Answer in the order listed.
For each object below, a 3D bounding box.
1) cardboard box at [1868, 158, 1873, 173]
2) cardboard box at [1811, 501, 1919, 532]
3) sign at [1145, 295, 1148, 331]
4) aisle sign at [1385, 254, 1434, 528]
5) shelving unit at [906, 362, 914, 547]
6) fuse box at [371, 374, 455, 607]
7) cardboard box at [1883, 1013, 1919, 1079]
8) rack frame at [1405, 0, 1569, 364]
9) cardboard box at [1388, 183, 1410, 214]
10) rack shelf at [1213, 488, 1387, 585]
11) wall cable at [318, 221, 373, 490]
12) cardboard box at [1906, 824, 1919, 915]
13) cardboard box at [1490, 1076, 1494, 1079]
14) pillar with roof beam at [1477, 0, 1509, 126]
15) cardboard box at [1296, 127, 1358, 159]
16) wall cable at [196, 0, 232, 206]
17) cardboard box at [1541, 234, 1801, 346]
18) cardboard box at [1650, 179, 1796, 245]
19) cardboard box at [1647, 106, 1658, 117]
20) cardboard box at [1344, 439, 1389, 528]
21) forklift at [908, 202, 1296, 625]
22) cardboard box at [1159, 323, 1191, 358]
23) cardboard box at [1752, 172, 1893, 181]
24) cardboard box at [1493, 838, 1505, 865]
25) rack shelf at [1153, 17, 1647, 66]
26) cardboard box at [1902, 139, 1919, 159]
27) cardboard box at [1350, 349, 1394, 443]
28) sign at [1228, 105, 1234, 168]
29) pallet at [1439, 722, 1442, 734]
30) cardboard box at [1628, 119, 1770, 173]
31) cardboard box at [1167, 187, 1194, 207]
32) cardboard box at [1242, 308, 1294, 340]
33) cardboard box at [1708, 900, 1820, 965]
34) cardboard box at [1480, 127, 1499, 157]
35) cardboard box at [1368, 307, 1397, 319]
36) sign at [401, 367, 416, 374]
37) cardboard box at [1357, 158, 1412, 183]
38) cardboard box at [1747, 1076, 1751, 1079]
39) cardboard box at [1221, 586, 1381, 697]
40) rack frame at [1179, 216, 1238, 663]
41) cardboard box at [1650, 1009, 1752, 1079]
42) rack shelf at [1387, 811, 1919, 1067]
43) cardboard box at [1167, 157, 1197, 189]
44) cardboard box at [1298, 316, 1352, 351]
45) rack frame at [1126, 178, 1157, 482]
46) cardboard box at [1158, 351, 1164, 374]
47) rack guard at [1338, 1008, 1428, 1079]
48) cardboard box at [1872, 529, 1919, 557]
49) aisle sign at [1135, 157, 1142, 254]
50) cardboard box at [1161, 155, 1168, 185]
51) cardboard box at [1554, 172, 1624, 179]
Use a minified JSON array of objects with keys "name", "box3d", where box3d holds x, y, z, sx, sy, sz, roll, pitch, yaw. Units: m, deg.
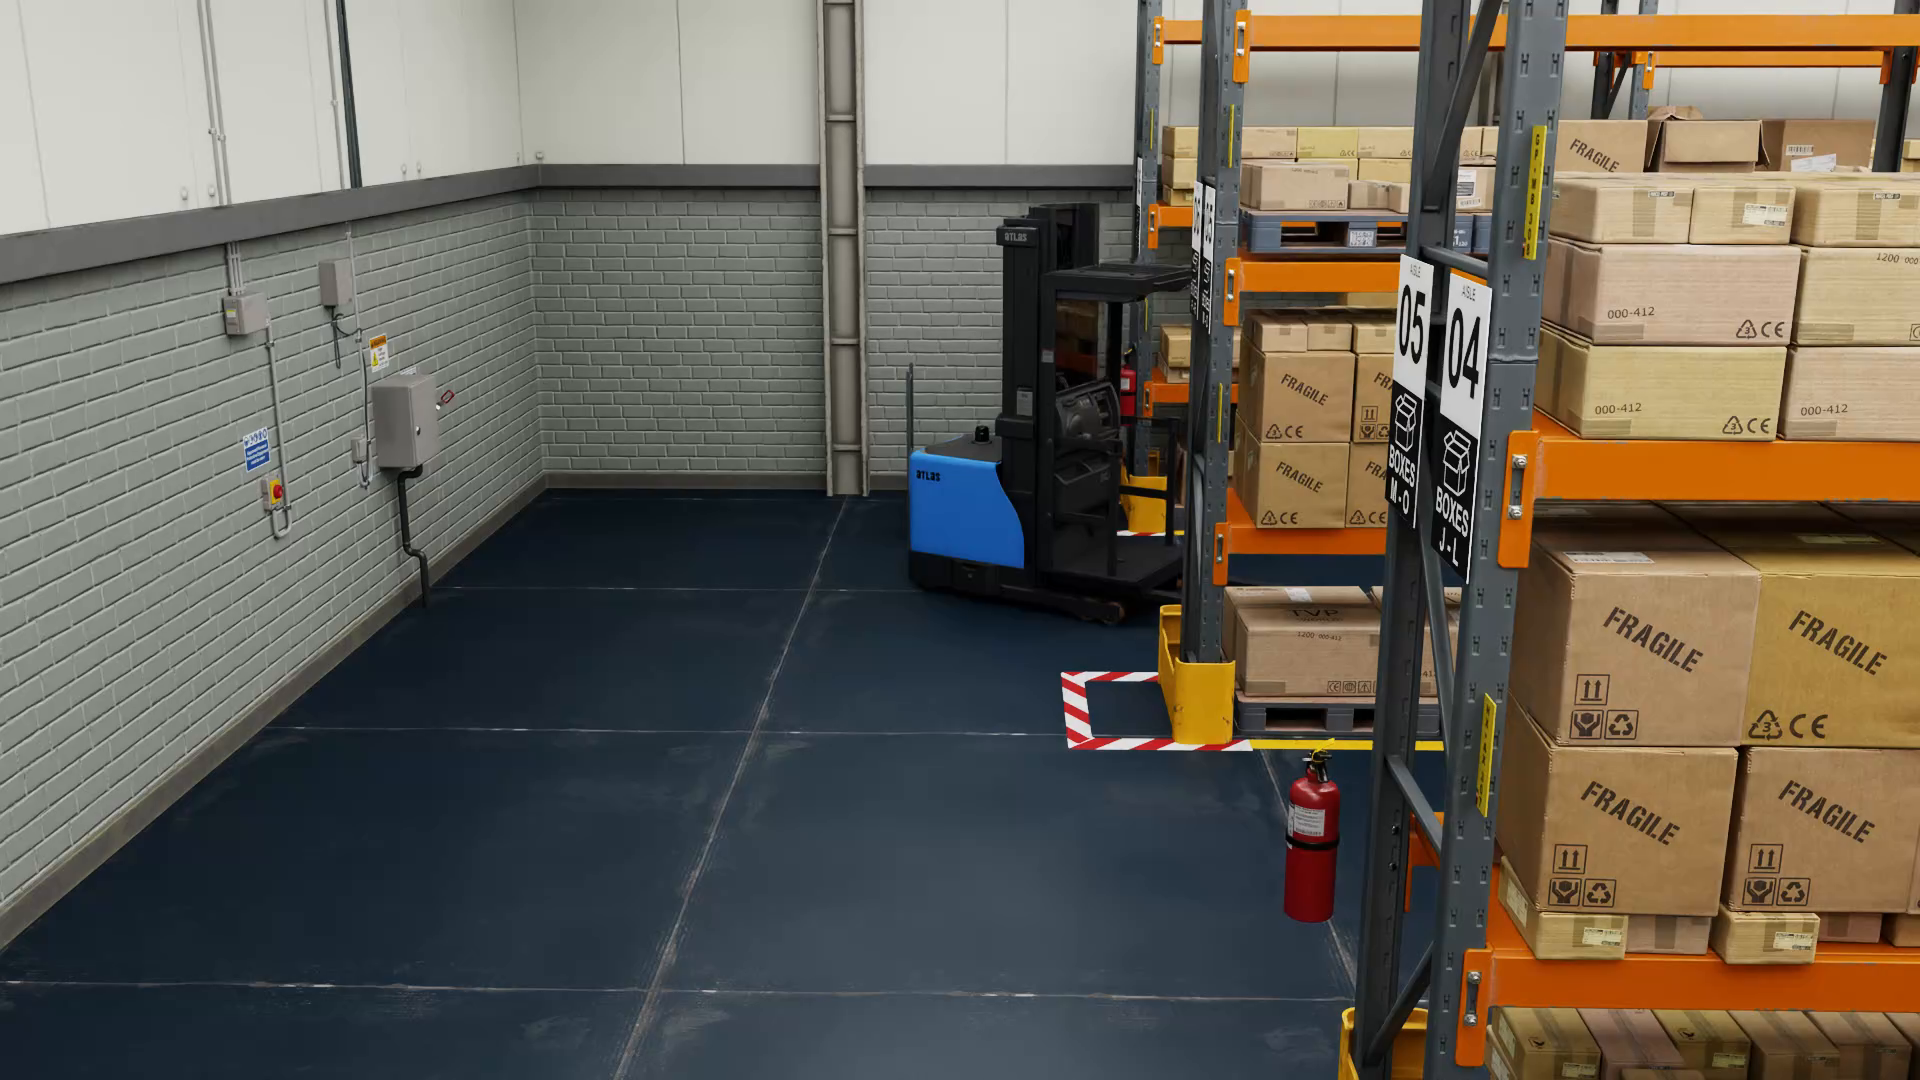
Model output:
[{"name":"cardboard box","box3d":[7.420,-3.109,13.837,0.250,0.149,0.380,1,15,3]},{"name":"cardboard box","box3d":[2.938,0.136,5.207,0.500,0.500,0.500,1,15,4]},{"name":"sign","box3d":[1.582,-1.942,14.123,0.005,0.325,0.100,0,15,1]},{"name":"aisle sign","box3d":[1.382,-0.467,5.133,0.004,0.787,0.394,0,15,1]},{"name":"shelving unit","box3d":[0.085,-0.725,14.147,1.048,1.500,0.538,0,15,1]},{"name":"fuse box","box3d":[-3.965,-0.338,12.268,0.414,1.711,0.539,0,15,1]},{"name":"cardboard box","box3d":[3.283,1.715,5.559,0.250,0.149,0.380,0,15,0]},{"name":"rack frame","box3d":[1.447,-2.033,4.407,0.127,3.000,1.000,0,15,1]},{"name":"cardboard box","box3d":[2.555,-1.910,9.294,0.250,0.149,0.380,1,15,3]},{"name":"rack shelf","box3d":[3.472,-0.035,10.002,4.000,0.370,1.077,0,15,1]},{"name":"wall cable","box3d":[-4.140,-1.280,11.318,0.122,1.984,0.588,0,15,1]},{"name":"cardboard box","box3d":[2.914,0.752,4.831,0.500,0.500,0.500,1,15,2]},{"name":"cardboard box","box3d":[1.979,1.993,5.671,0.250,0.149,0.380,1,15,2]},{"name":"pillar with roof beam","box3d":[4.812,-3.673,10.621,0.400,9.000,9.100,0,15,1]},{"name":"cardboard box","box3d":[3.044,-3.350,14.009,0.500,0.250,0.500,0,15,1]},{"name":"wall cable","box3d":[-4.221,-3.262,9.063,0.029,3.000,0.463,0,15,1]},{"name":"cardboard box","box3d":[1.890,-0.683,4.483,0.500,0.250,0.500,1,15,2]},{"name":"cardboard box","box3d":[2.020,-0.879,4.443,0.250,0.149,0.380,1,15,4]},{"name":"cardboard box","box3d":[5.902,-3.575,14.210,0.258,0.266,0.396,0,15,1]},{"name":"cardboard box","box3d":[2.452,-0.372,9.672,0.500,0.500,0.500,0,15,1]},{"name":"forklift","box3d":[1.123,-0.955,12.215,3.031,2.935,1.130,9,17,30]},{"name":"cardboard box","box3d":[2.062,-1.798,14.984,0.500,0.250,0.500,1,15,3]},{"name":"cardboard box","box3d":[2.555,-1.016,4.962,0.250,0.149,0.380,1,15,2]},{"name":"cardboard box","box3d":[1.781,0.919,5.470,0.250,0.149,0.380,0,15,1]},{"name":"rack shelf","box3d":[3.595,-4.200,14.035,4.000,0.370,1.077,0,15,1]},{"name":"cardboard box","box3d":[7.945,-3.259,13.863,0.250,0.149,0.380,0,15,2]},{"name":"cardboard box","box3d":[2.462,-0.850,9.526,0.500,0.500,0.500,0,15,0]},{"name":"sign","box3d":[1.453,-2.166,8.919,0.005,0.325,0.100,0,15,1]},{"name":"pallet","box3d":[3.491,0.947,10.339,1.213,0.211,1.003,0,15,1]},{"name":"cardboard box","box3d":[4.123,-2.122,9.401,0.637,0.503,0.797,2,15,6]},{"name":"cardboard box","box3d":[1.909,-2.929,14.175,0.250,0.149,0.380,1,15,3]},{"name":"cardboard box","box3d":[1.837,-1.290,9.922,0.250,0.149,0.380,1,15,2]},{"name":"cardboard box","box3d":[2.286,1.081,4.855,0.250,0.149,0.380,0,15,0]},{"name":"cardboard box","box3d":[4.576,-3.342,13.978,0.500,0.250,0.500,0,15,1]},{"name":"cardboard box","box3d":[2.602,-1.302,9.968,0.250,0.149,0.380,1,15,3]},{"name":"sign","box3d":[-4.160,-1.043,12.598,0.001,0.494,0.329,0,15,1]},{"name":"cardboard box","box3d":[3.570,-3.109,14.074,0.500,0.250,0.500,0,15,1]},{"name":"cardboard box","box3d":[2.768,1.860,5.591,0.250,0.149,0.380,0,15,1]},{"name":"cardboard box","box3d":[2.135,0.619,10.314,0.875,0.438,0.875,0,15,0]},{"name":"rack frame","box3d":[1.473,-0.396,9.960,0.127,3.000,1.000,0,15,1]},{"name":"cardboard box","box3d":[2.495,1.679,5.694,0.250,0.149,0.380,0,15,0]},{"name":"rack shelf","box3d":[3.447,1.228,5.215,4.000,0.370,1.077,0,15,1]},{"name":"cardboard box","box3d":[2.032,-3.111,14.081,0.500,0.250,0.500,0,15,1]},{"name":"cardboard box","box3d":[2.084,-1.185,9.523,0.250,0.149,0.380,1,15,3]},{"name":"rack frame","box3d":[1.596,-1.662,14.758,0.127,3.000,1.000,0,15,1]},{"name":"cardboard box","box3d":[1.934,-1.606,15.041,0.250,0.149,0.380,0,15,1]},{"name":"rack guard","box3d":[1.523,2.076,5.490,0.348,0.500,1.175,0,15,1]},{"name":"cardboard box","box3d":[2.913,0.273,4.686,0.500,0.500,0.500,0,15,0]},{"name":"aisle sign","box3d":[1.520,-2.844,14.144,0.004,0.787,0.394,0,15,1]},{"name":"cardboard box","box3d":[2.047,-3.250,14.609,0.500,0.250,0.500,0,15,0]},{"name":"cardboard box","box3d":[1.787,-1.018,4.970,0.250,0.149,0.380,0,15,1]}]
